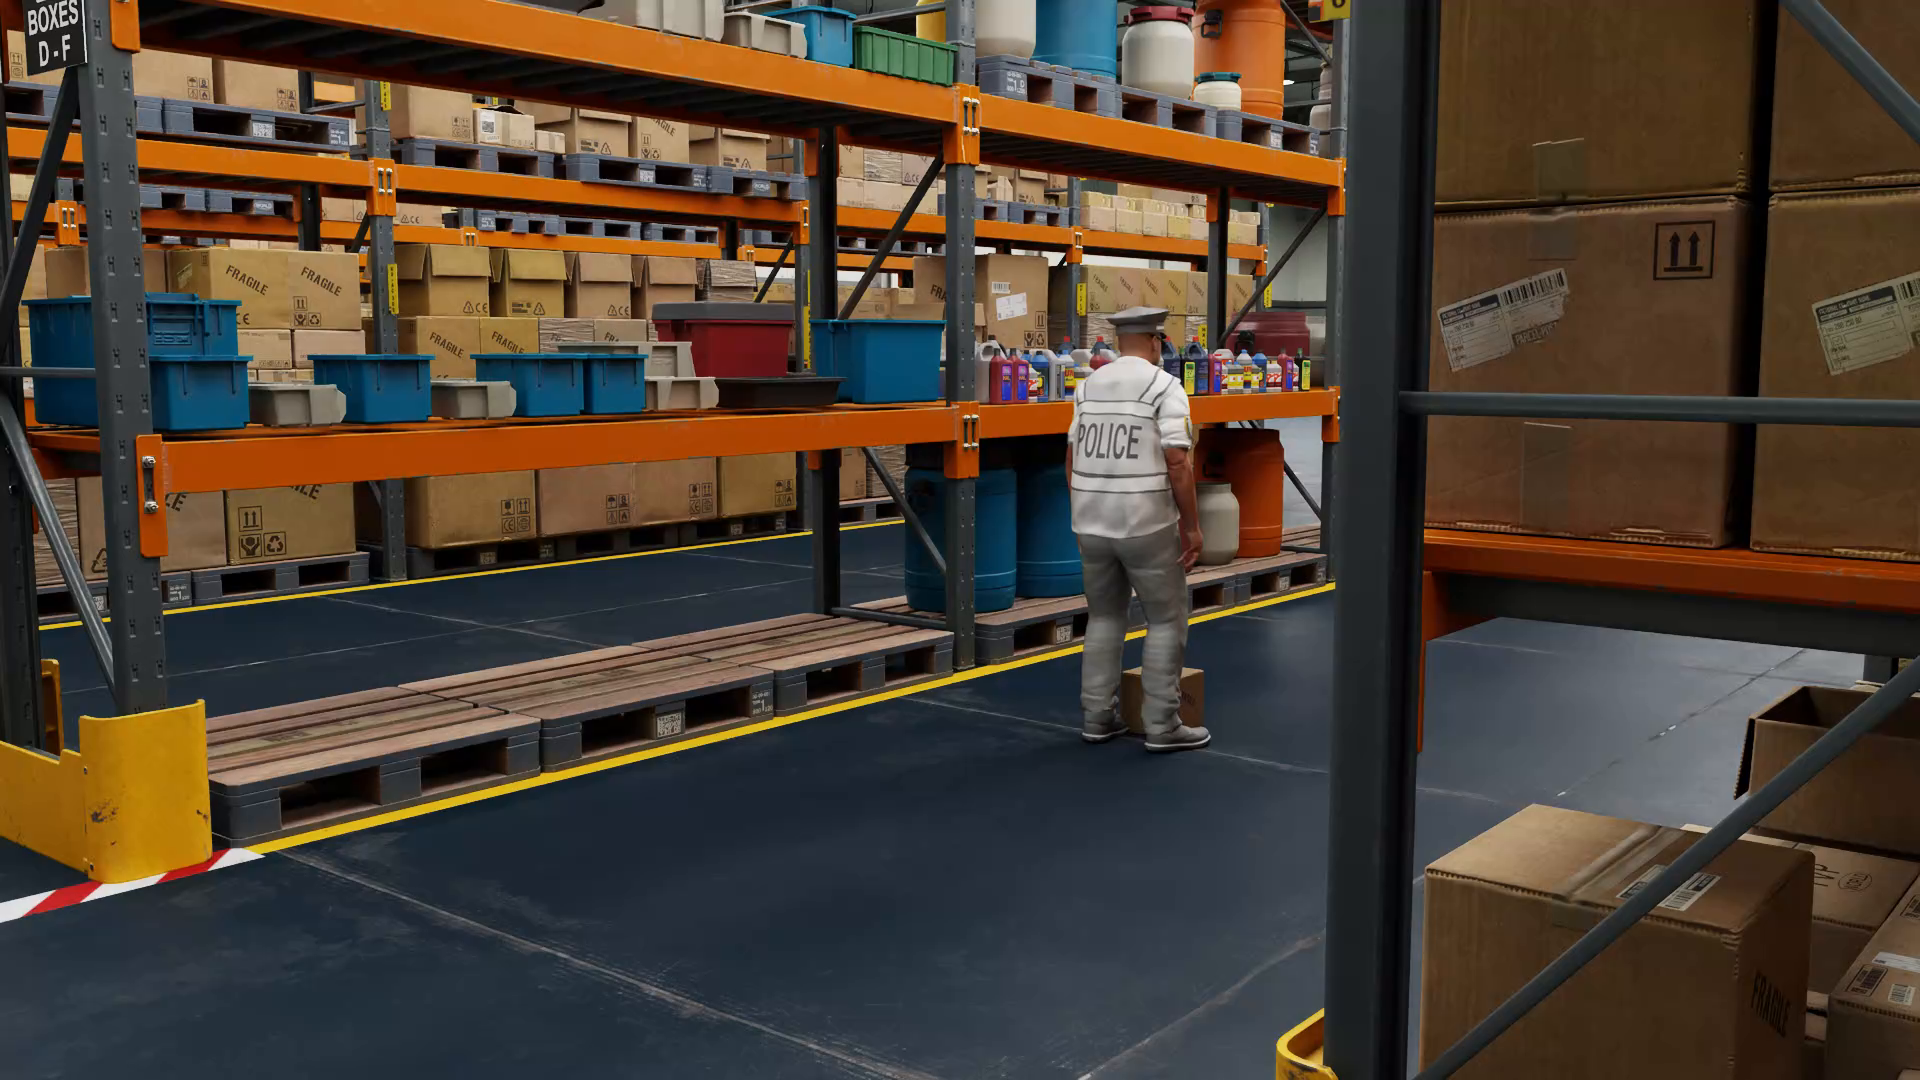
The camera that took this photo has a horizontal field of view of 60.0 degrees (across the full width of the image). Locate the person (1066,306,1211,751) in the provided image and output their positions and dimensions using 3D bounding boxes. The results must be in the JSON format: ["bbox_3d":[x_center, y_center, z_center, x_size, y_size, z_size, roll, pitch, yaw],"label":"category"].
[{"bbox_3d":[0.680,-0.051,6.630,0.585,1.749,0.434,5,8,39],"label":"person"}]
